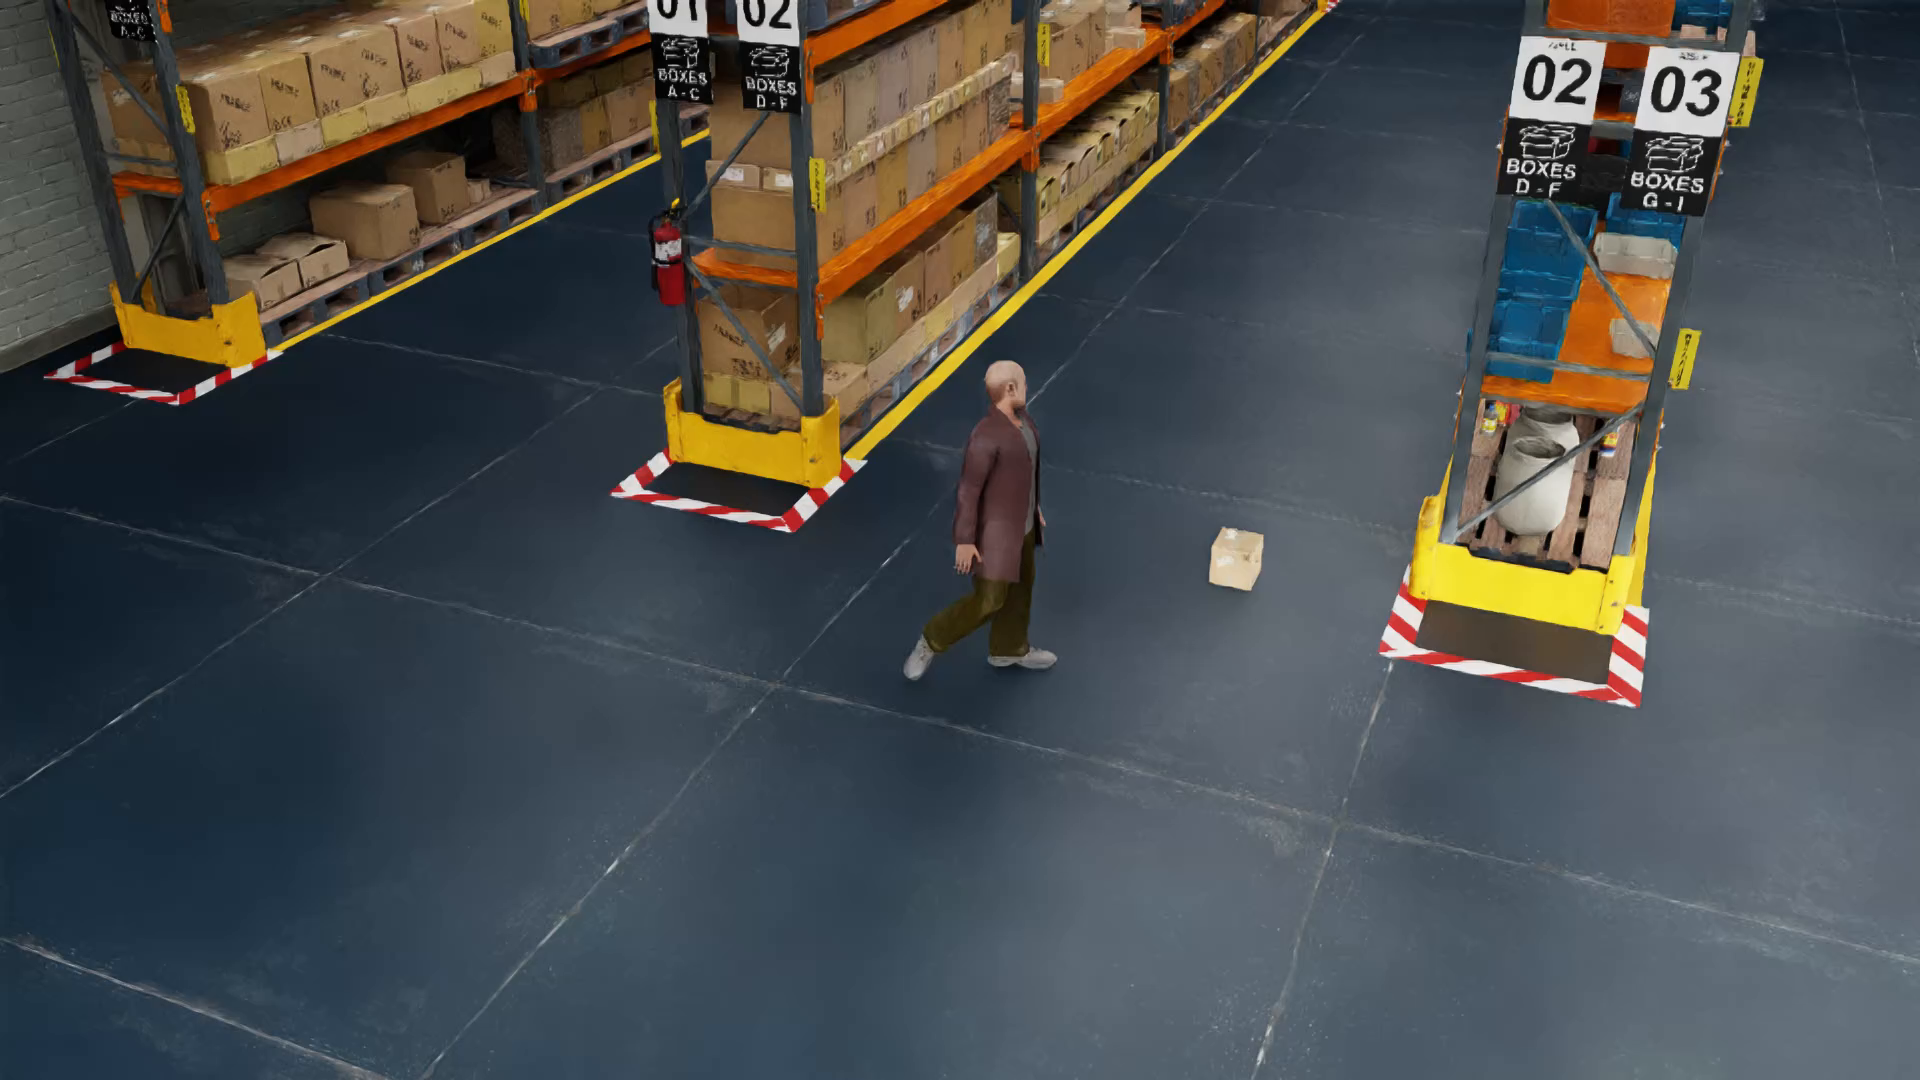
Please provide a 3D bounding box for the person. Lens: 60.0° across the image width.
[{"bbox_3d":[0.131,0.050,8.596,0.661,1.514,0.787,13,32,22],"label":"person"}]
